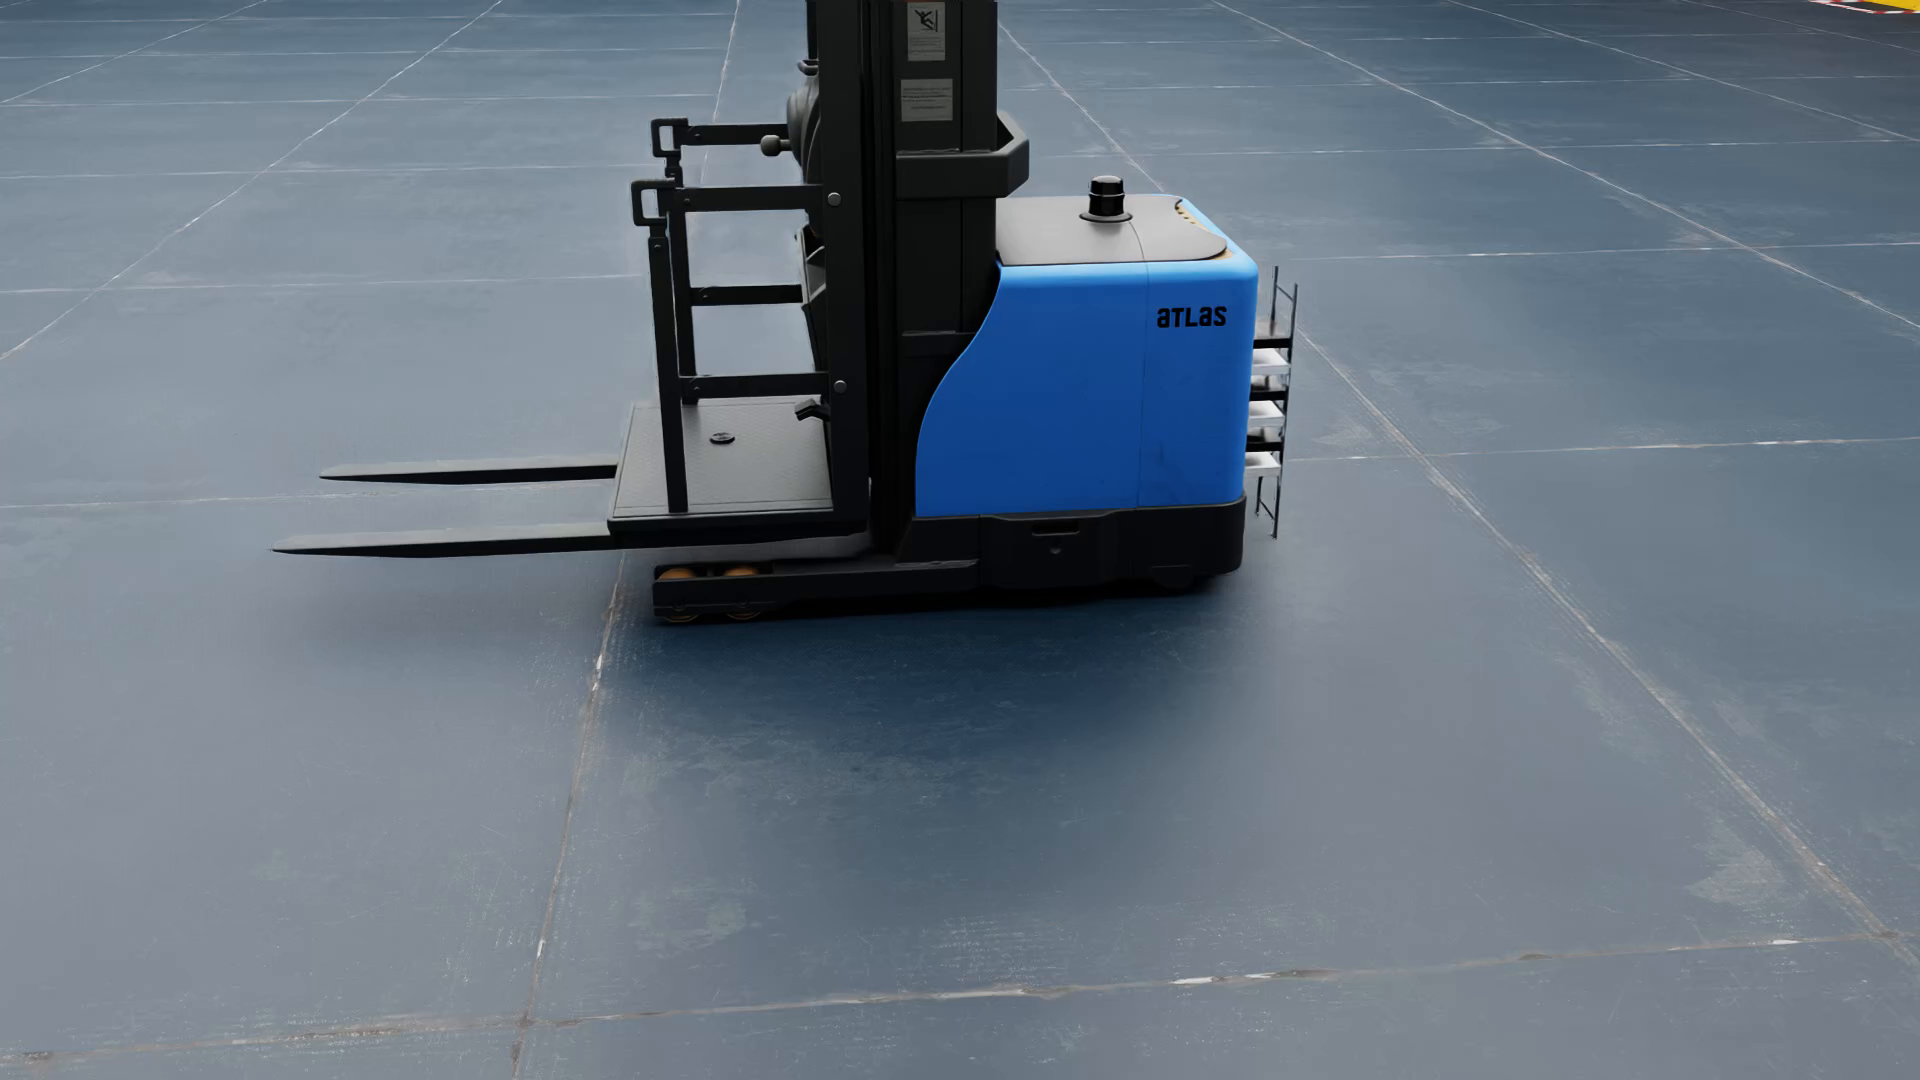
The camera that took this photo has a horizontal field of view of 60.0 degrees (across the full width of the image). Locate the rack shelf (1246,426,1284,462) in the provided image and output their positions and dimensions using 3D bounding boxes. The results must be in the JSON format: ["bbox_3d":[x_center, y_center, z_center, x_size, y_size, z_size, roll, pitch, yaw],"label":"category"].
[{"bbox_3d":[0.970,-0.343,5.679,0.200,0.077,0.258,-3,24,-6],"label":"rack shelf"}]

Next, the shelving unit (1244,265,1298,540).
[{"bbox_3d":[0.970,-0.456,5.629,0.210,0.900,0.258,-3,24,-6],"label":"shelving unit"}]

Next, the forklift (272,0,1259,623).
[{"bbox_3d":[-0.643,-1.310,5.050,3.031,2.935,1.130,-3,24,-6],"label":"forklift"}]

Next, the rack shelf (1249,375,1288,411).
[{"bbox_3d":[0.970,-0.507,5.606,0.200,0.077,0.258,-3,24,-6],"label":"rack shelf"}]

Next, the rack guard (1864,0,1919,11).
[{"bbox_3d":[11.688,-6.856,20.521,0.348,0.500,1.175,-2,24,-5],"label":"rack guard"}]

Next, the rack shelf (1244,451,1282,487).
[{"bbox_3d":[0.970,-0.261,5.716,0.200,0.077,0.258,-3,24,-6],"label":"rack shelf"}]

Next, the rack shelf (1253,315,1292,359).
[{"bbox_3d":[0.970,-0.672,5.533,0.200,0.077,0.258,-3,24,-6],"label":"rack shelf"}]

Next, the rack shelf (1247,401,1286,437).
[{"bbox_3d":[0.970,-0.425,5.643,0.200,0.077,0.258,-3,24,-6],"label":"rack shelf"}]

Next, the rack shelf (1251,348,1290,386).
[{"bbox_3d":[0.970,-0.590,5.569,0.200,0.077,0.258,-3,24,-6],"label":"rack shelf"}]

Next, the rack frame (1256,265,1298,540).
[{"bbox_3d":[1.071,-0.460,5.640,0.006,0.900,0.240,-3,24,-6],"label":"rack frame"}]
